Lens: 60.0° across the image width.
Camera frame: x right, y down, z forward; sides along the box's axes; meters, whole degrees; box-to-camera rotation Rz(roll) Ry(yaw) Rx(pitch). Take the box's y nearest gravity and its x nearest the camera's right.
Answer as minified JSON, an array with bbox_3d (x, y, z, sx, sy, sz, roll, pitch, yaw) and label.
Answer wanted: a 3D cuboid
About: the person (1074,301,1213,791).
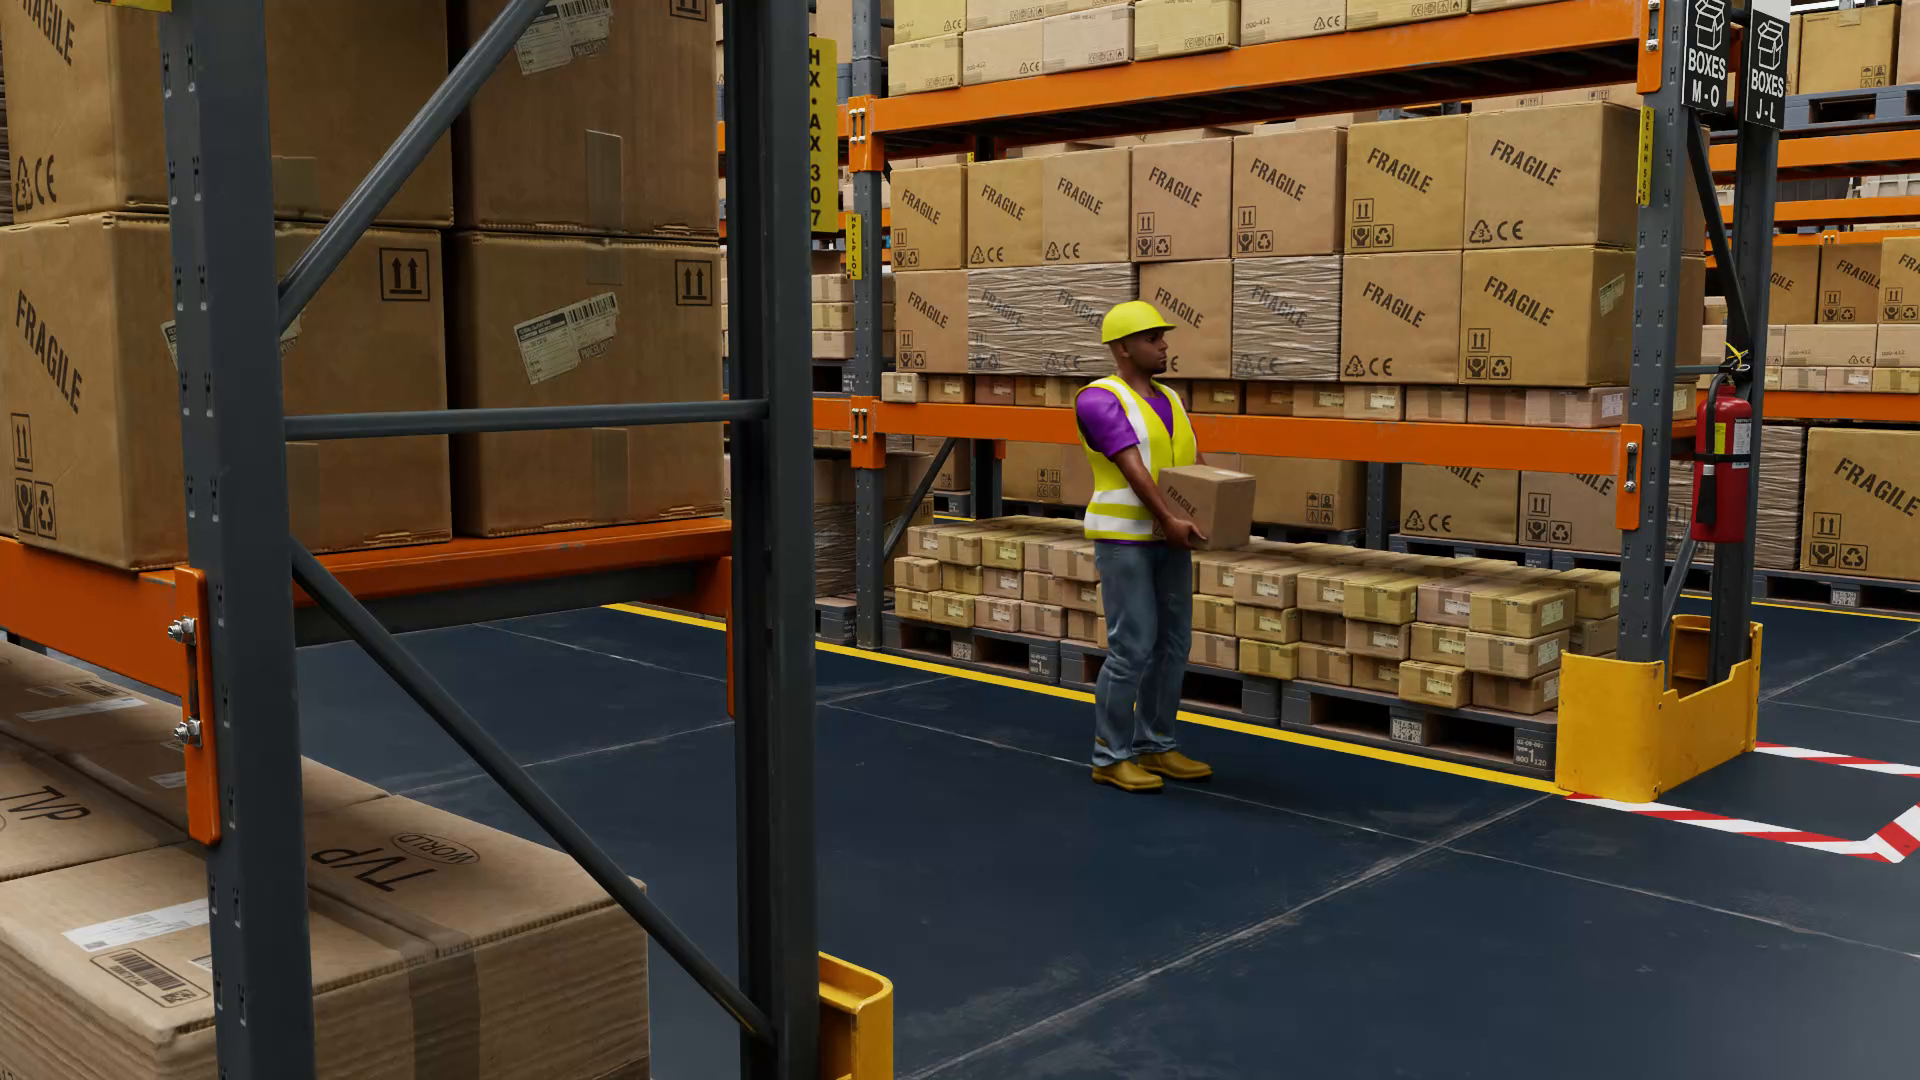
[{"bbox_3d":[0.740,0.017,6.047,0.577,1.760,0.503,6,10,43],"label":"person"}]
